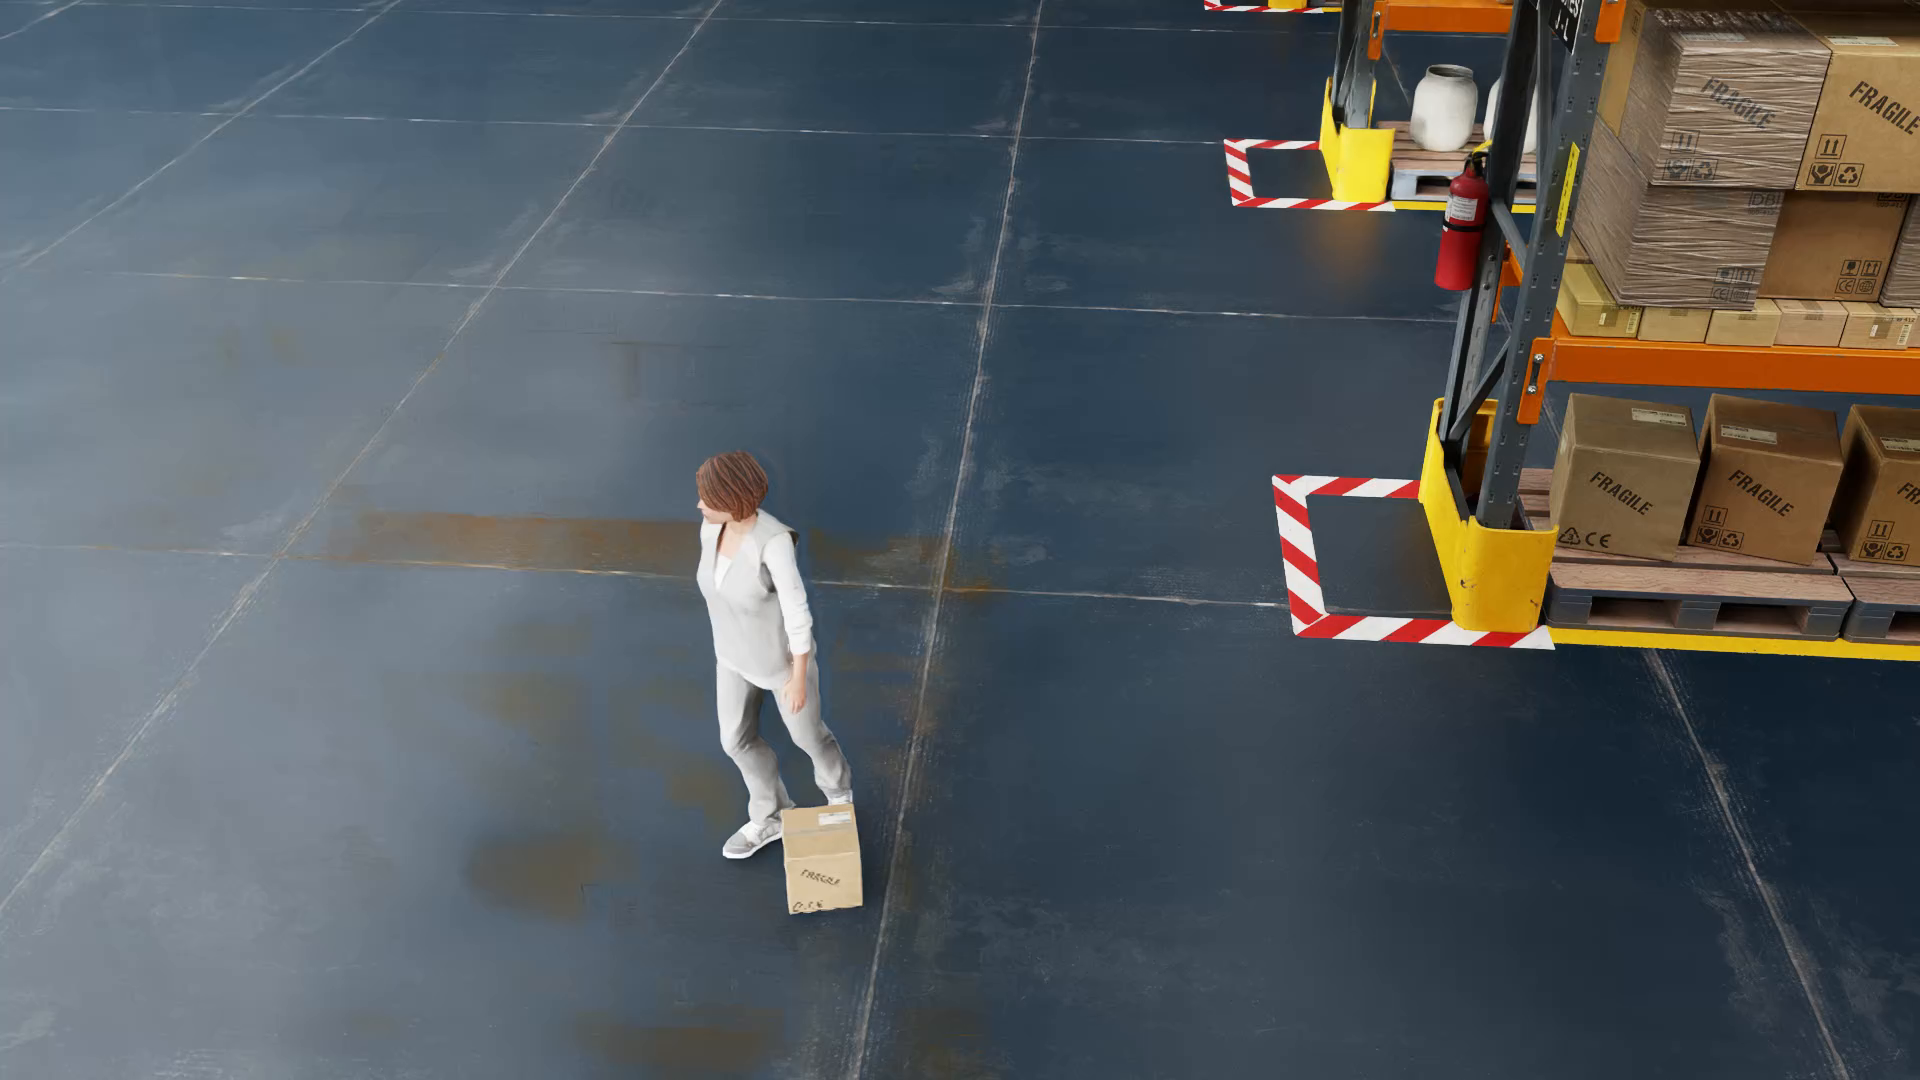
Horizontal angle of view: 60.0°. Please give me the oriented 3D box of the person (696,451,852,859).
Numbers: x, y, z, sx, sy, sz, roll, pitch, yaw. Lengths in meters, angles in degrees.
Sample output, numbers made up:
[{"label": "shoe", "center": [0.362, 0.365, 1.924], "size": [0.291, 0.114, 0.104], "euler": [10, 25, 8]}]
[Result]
[{"label": "person", "center": [-0.615, 0.378, 5.568], "size": [0.443, 1.573, 0.518], "euler": [23, 39, 31]}]
